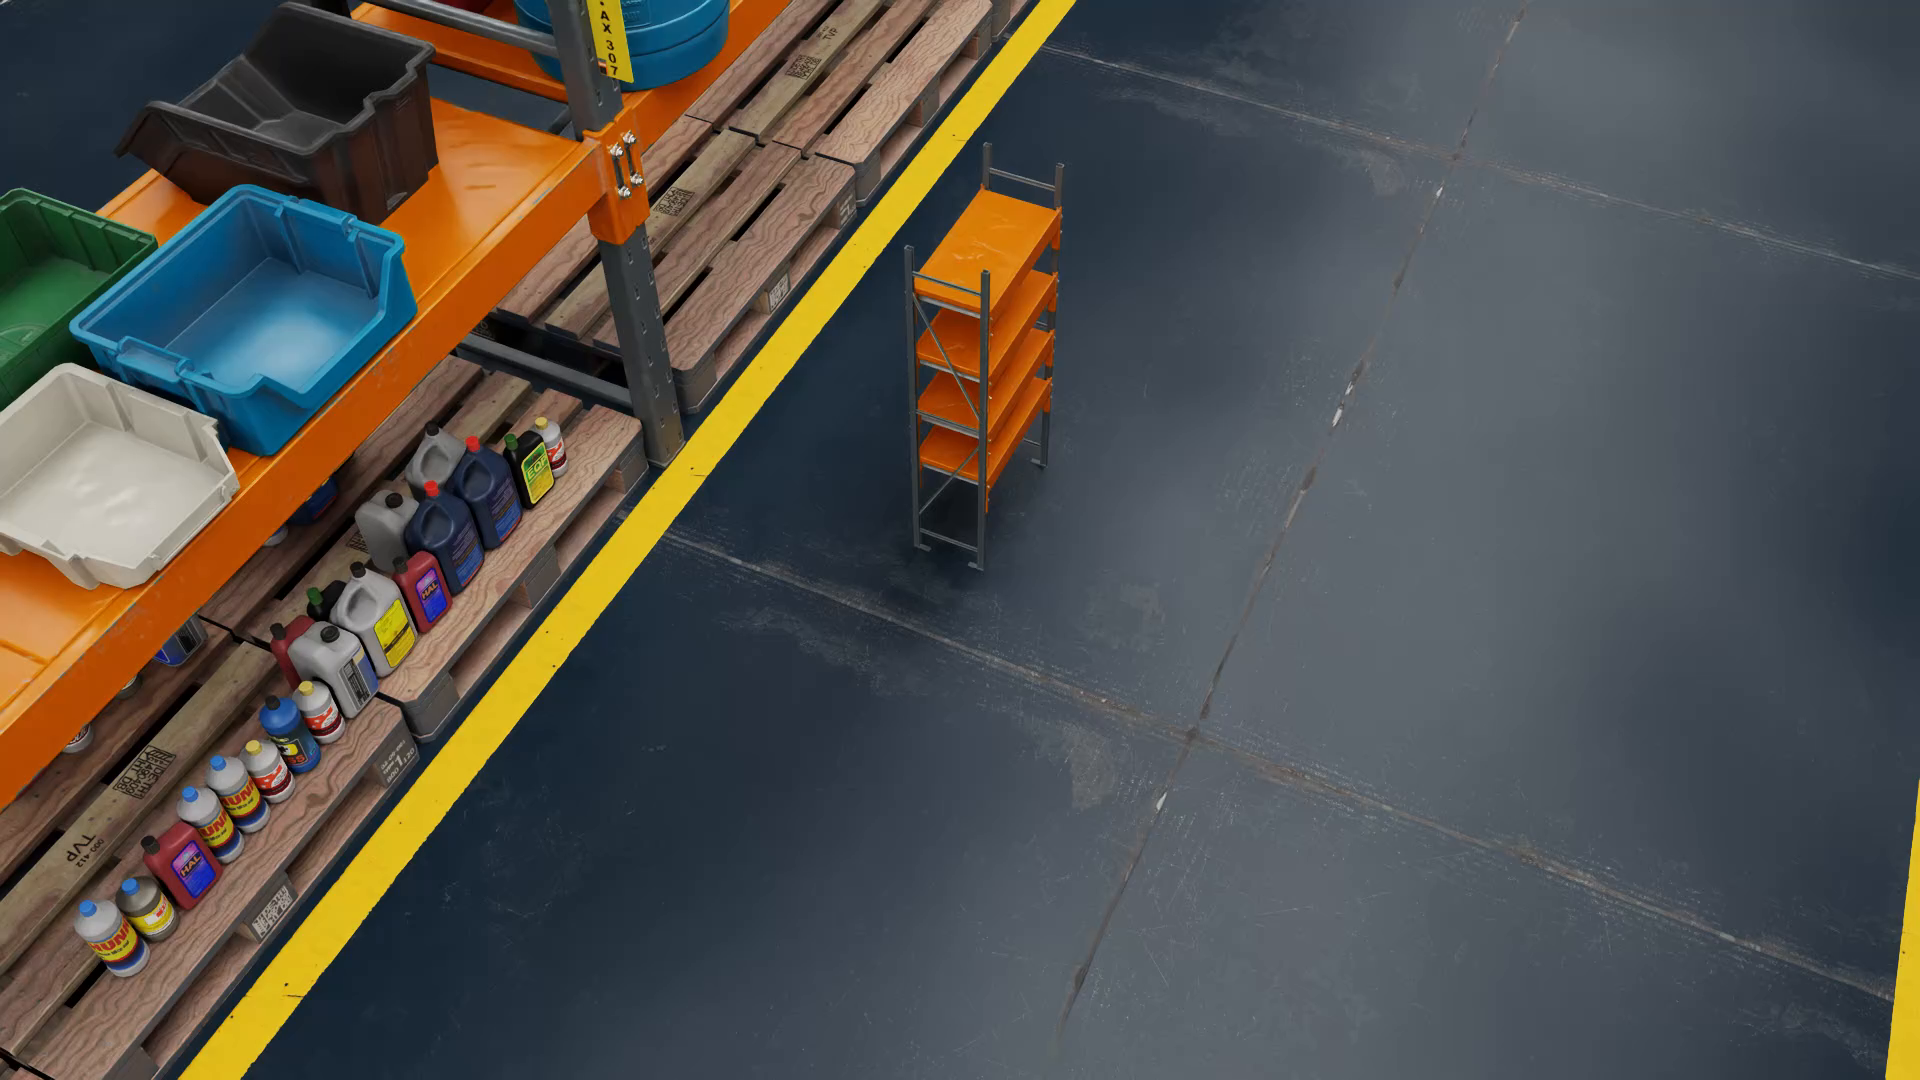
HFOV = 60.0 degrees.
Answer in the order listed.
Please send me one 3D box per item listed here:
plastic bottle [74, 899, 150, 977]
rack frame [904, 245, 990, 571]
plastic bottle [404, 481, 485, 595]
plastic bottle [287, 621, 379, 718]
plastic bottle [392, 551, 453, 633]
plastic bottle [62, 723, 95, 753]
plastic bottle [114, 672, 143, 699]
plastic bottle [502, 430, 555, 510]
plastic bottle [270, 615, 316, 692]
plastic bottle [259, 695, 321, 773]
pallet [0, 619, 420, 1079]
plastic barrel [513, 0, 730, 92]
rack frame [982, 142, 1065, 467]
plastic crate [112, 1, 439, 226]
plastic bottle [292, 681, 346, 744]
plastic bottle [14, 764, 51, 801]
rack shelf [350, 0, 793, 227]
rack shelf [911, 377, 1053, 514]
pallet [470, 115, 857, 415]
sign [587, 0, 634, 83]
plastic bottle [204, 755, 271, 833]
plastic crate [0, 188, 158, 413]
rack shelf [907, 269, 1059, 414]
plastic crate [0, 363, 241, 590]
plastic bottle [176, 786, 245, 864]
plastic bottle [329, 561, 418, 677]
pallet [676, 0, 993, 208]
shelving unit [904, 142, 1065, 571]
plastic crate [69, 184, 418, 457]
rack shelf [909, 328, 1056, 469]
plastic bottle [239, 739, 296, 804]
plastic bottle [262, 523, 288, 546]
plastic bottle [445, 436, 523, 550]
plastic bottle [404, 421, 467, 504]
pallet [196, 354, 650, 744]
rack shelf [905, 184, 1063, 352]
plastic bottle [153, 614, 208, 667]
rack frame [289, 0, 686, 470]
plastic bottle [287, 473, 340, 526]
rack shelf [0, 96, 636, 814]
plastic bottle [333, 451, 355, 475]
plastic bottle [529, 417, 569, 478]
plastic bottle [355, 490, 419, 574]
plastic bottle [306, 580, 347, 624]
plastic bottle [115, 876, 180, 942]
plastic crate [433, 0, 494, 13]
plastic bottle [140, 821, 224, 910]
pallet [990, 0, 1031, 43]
[{"bbox_3d":[-2.040,0.941,3.982,0.097,0.271,0.097,0,50,0],"label":"plastic bottle"},{"bbox_3d":[-0.034,-0.335,4.747,0.240,1.200,0.015,20,52,16],"label":"rack frame"},{"bbox_3d":[-1.484,-0.022,4.750,0.144,0.351,0.185,17,52,14],"label":"plastic bottle"},{"bbox_3d":[-1.695,0.335,4.495,0.152,0.276,0.135,21,53,17],"label":"plastic bottle"},{"bbox_3d":[-1.515,0.125,4.669,0.061,0.283,0.133,23,53,18],"label":"plastic bottle"},{"bbox_3d":[-2.395,0.471,4.428,0.097,0.201,0.097,0,50,0],"label":"plastic bottle"},{"bbox_3d":[-2.321,0.337,4.542,0.097,0.201,0.097,0,50,0],"label":"plastic bottle"},{"bbox_3d":[-1.294,-0.231,4.972,0.061,0.283,0.133,22,53,18],"label":"plastic bottle"},{"bbox_3d":[-1.791,0.298,4.521,0.061,0.283,0.133,20,52,16],"label":"plastic bottle"},{"bbox_3d":[-1.764,0.497,4.360,0.097,0.271,0.097,0,50,0],"label":"plastic bottle"},{"bbox_3d":[-2.232,0.788,4.441,1.003,0.211,1.213,20,52,16],"label":"pallet"},{"bbox_3d":[-0.948,-1.737,4.430,0.600,0.901,0.708,20,52,16],"label":"plastic barrel"},{"bbox_3d":[0.175,-0.671,5.033,0.240,1.200,0.015,20,52,16],"label":"rack frame"},{"bbox_3d":[-1.726,-1.068,4.230,0.767,0.338,0.504,20,52,16],"label":"plastic crate"},{"bbox_3d":[-1.720,0.449,4.447,0.097,0.201,0.097,0,50,0],"label":"plastic bottle"},{"bbox_3d":[-2.479,0.547,4.310,0.061,0.283,0.133,20,52,16],"label":"plastic bottle"},{"bbox_3d":[-0.533,-2.552,5.924,1.077,0.370,4.000,20,52,16],"label":"rack shelf"},{"bbox_3d":[0.071,-0.331,5.092,0.258,0.148,0.480,20,52,16],"label":"rack shelf"},{"bbox_3d":[-1.087,-1.057,6.011,1.003,0.211,1.213,20,52,16],"label":"pallet"},{"bbox_3d":[-0.894,-1.311,4.214,0.100,0.325,0.005,20,52,16],"label":"sign"},{"bbox_3d":[-1.850,0.636,4.241,0.097,0.271,0.097,0,50,0],"label":"plastic bottle"},{"bbox_3d":[-2.222,-0.496,3.842,0.450,0.188,0.662,20,52,16],"label":"plastic crate"},{"bbox_3d":[0.071,-0.604,4.771,0.258,0.148,0.480,20,52,16],"label":"rack shelf"},{"bbox_3d":[-1.852,-0.122,3.557,0.530,0.136,0.437,20,52,16],"label":"plastic crate"},{"bbox_3d":[-1.893,0.705,4.183,0.097,0.271,0.097,0,50,0],"label":"plastic bottle"},{"bbox_3d":[-1.622,0.200,4.561,0.144,0.351,0.185,19,52,16],"label":"plastic bottle"},{"bbox_3d":[-0.567,-1.900,6.728,1.003,0.211,1.213,20,52,16],"label":"pallet"},{"bbox_3d":[0.071,-0.503,4.890,0.258,1.200,0.503,20,52,16],"label":"shelving unit"},{"bbox_3d":[-1.614,-0.509,3.811,0.499,0.251,0.616,20,52,16],"label":"plastic crate"},{"bbox_3d":[0.071,-0.459,4.941,0.258,0.148,0.480,20,52,16],"label":"rack shelf"},{"bbox_3d":[-1.808,0.591,4.326,0.097,0.201,0.097,0,50,0],"label":"plastic bottle"},{"bbox_3d":[-2.060,-0.106,4.873,0.097,0.271,0.097,0,50,0],"label":"plastic bottle"},{"bbox_3d":[-1.402,-0.154,4.862,0.144,0.351,0.185,19,52,15],"label":"plastic bottle"},{"bbox_3d":[-1.532,-0.201,4.902,0.144,0.351,0.185,20,52,16],"label":"plastic bottle"},{"bbox_3d":[-1.712,-0.055,5.158,1.003,0.211,1.213,20,52,16],"label":"pallet"},{"bbox_3d":[0.071,-0.757,4.591,0.258,0.148,0.480,20,52,16],"label":"rack shelf"},{"bbox_3d":[-2.225,0.207,4.604,0.152,0.276,0.135,20,52,16],"label":"plastic bottle"},{"bbox_3d":[-1.387,-1.408,4.478,1.000,3.000,0.127,20,52,16],"label":"rack frame"},{"bbox_3d":[-1.977,-0.224,4.921,0.144,0.351,0.185,20,52,16],"label":"plastic bottle"},{"bbox_3d":[-2.241,0.203,3.580,1.077,0.370,4.000,20,52,16],"label":"rack shelf"},{"bbox_3d":[-1.936,-0.327,5.054,0.061,0.283,0.133,20,52,16],"label":"plastic bottle"},{"bbox_3d":[-1.260,-0.292,5.077,0.097,0.201,0.097,0,50,0],"label":"plastic bottle"},{"bbox_3d":[-1.628,-0.029,4.805,0.152,0.276,0.135,20,52,16],"label":"plastic bottle"},{"bbox_3d":[-1.725,0.206,4.600,0.061,0.283,0.133,20,52,16],"label":"plastic bottle"},{"bbox_3d":[-1.995,0.893,4.069,0.097,0.201,0.097,0,50,0],"label":"plastic bottle"},{"bbox_3d":[-1.457,-1.861,4.822,0.402,0.464,0.583,20,52,16],"label":"plastic crate"},{"bbox_3d":[-1.926,0.788,4.105,0.061,0.283,0.133,21,53,17],"label":"plastic bottle"},{"bbox_3d":[-0.044,-2.737,7.441,1.003,0.211,1.213,20,52,16],"label":"pallet"}]
